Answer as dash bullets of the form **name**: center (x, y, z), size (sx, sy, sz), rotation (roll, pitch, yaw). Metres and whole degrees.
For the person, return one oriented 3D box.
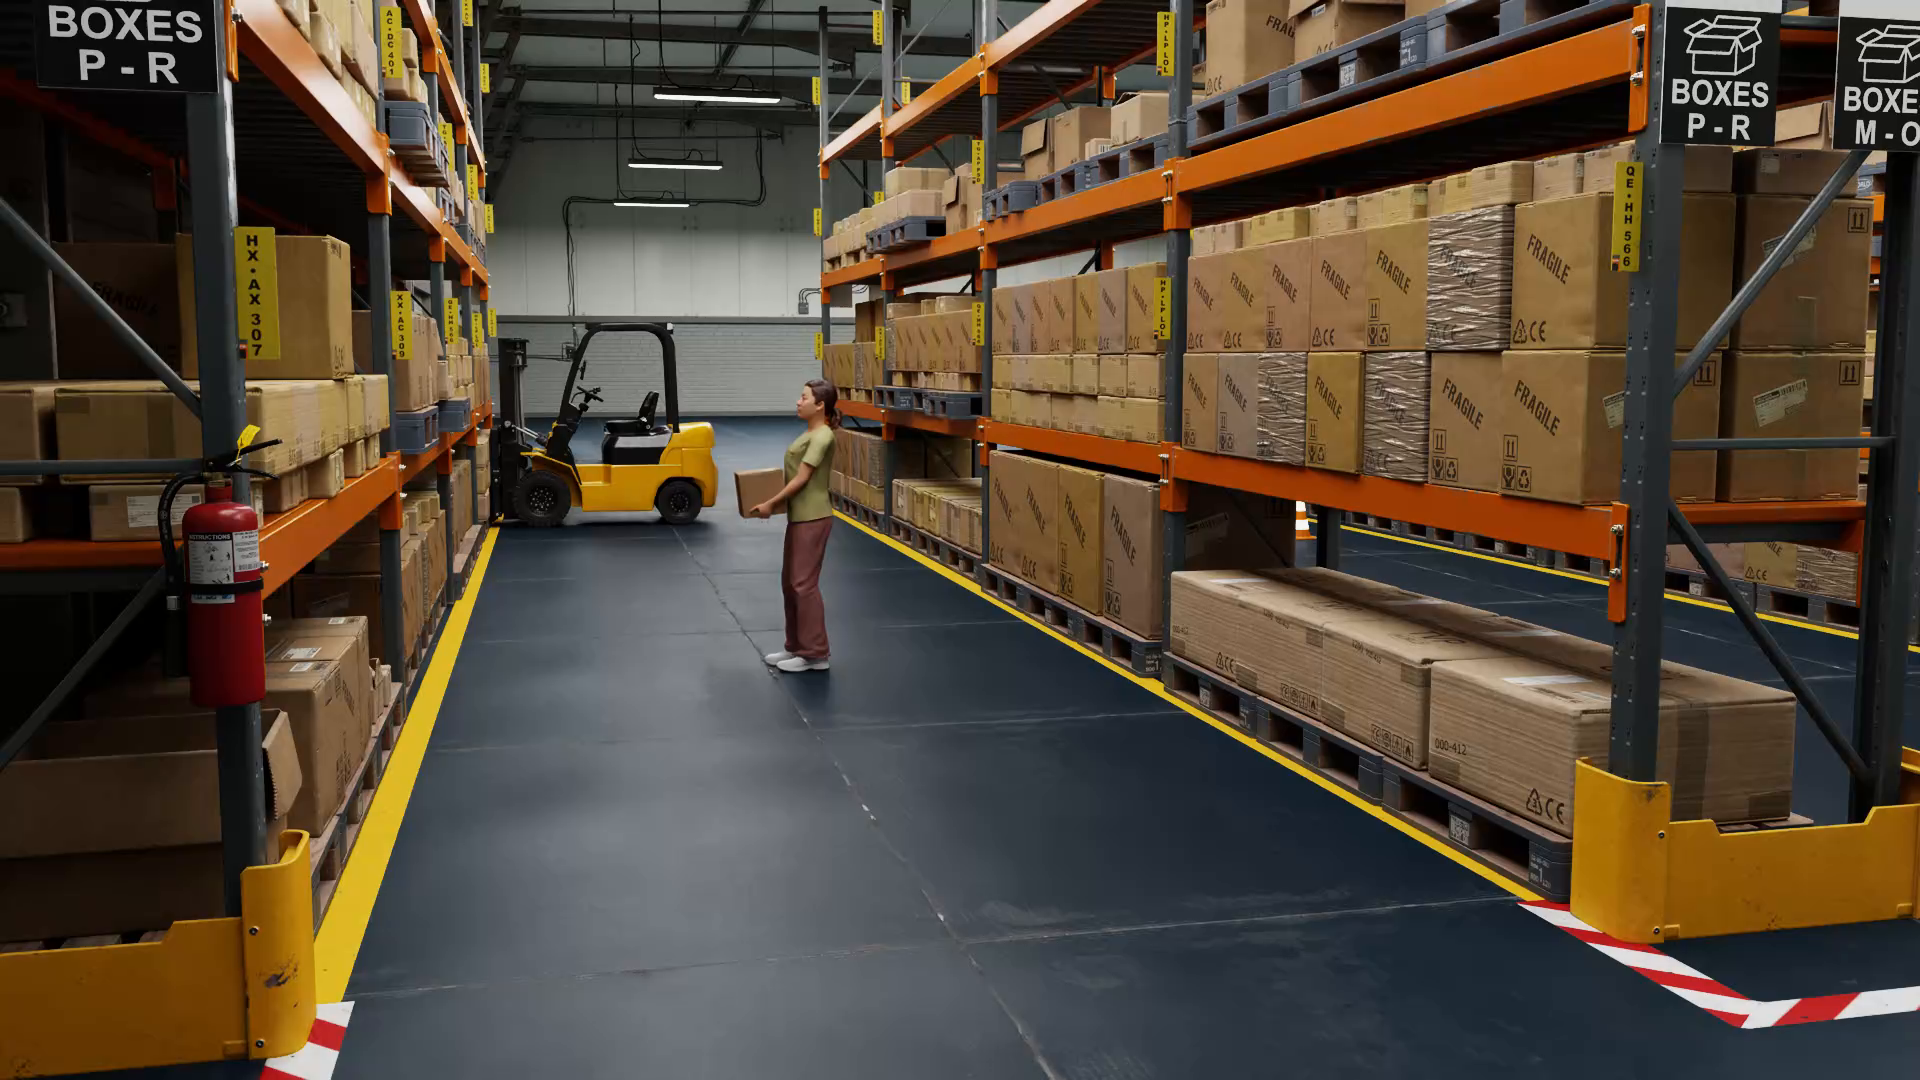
- **person**: center (-0.937, -0.089, 9.526), size (0.561, 1.662, 0.426), rotation (-1, 6, -13)
